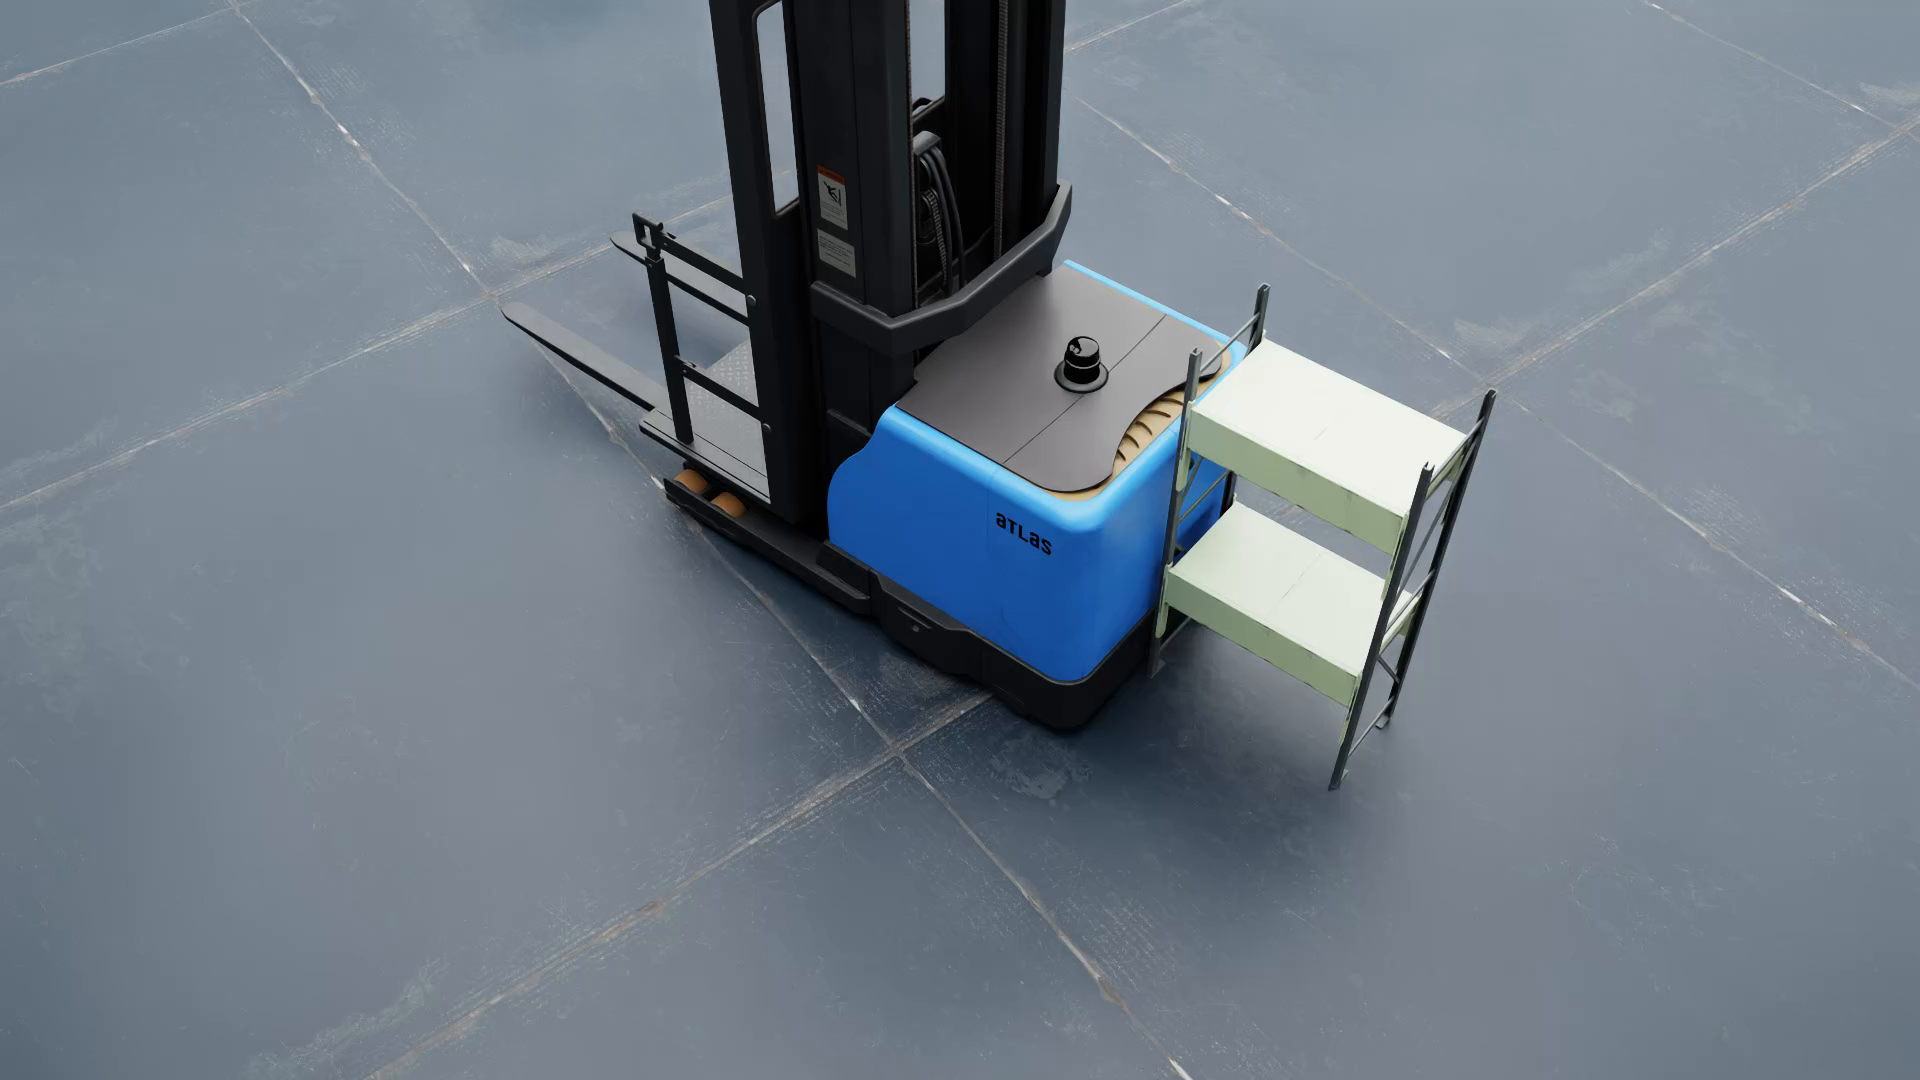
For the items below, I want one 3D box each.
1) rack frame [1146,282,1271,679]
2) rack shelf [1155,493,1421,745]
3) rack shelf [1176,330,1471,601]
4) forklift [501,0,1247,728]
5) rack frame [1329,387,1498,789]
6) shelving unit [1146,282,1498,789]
[{"bbox_3d":[0.784,-0.137,5.362,0.023,1.500,0.400,31,55,25],"label":"rack frame"},{"bbox_3d":[1.070,0.251,5.450,0.720,0.370,0.431,31,55,25],"label":"rack shelf"},{"bbox_3d":[1.070,-0.230,4.920,0.720,0.370,0.431,31,55,25],"label":"rack shelf"},{"bbox_3d":[-0.492,-1.275,5.427,3.031,2.935,1.130,31,55,25],"label":"forklift"},{"bbox_3d":[1.356,0.201,5.055,0.023,1.500,0.400,31,55,25],"label":"rack frame"},{"bbox_3d":[1.070,0.032,5.209,0.755,1.500,0.431,31,55,25],"label":"shelving unit"}]
